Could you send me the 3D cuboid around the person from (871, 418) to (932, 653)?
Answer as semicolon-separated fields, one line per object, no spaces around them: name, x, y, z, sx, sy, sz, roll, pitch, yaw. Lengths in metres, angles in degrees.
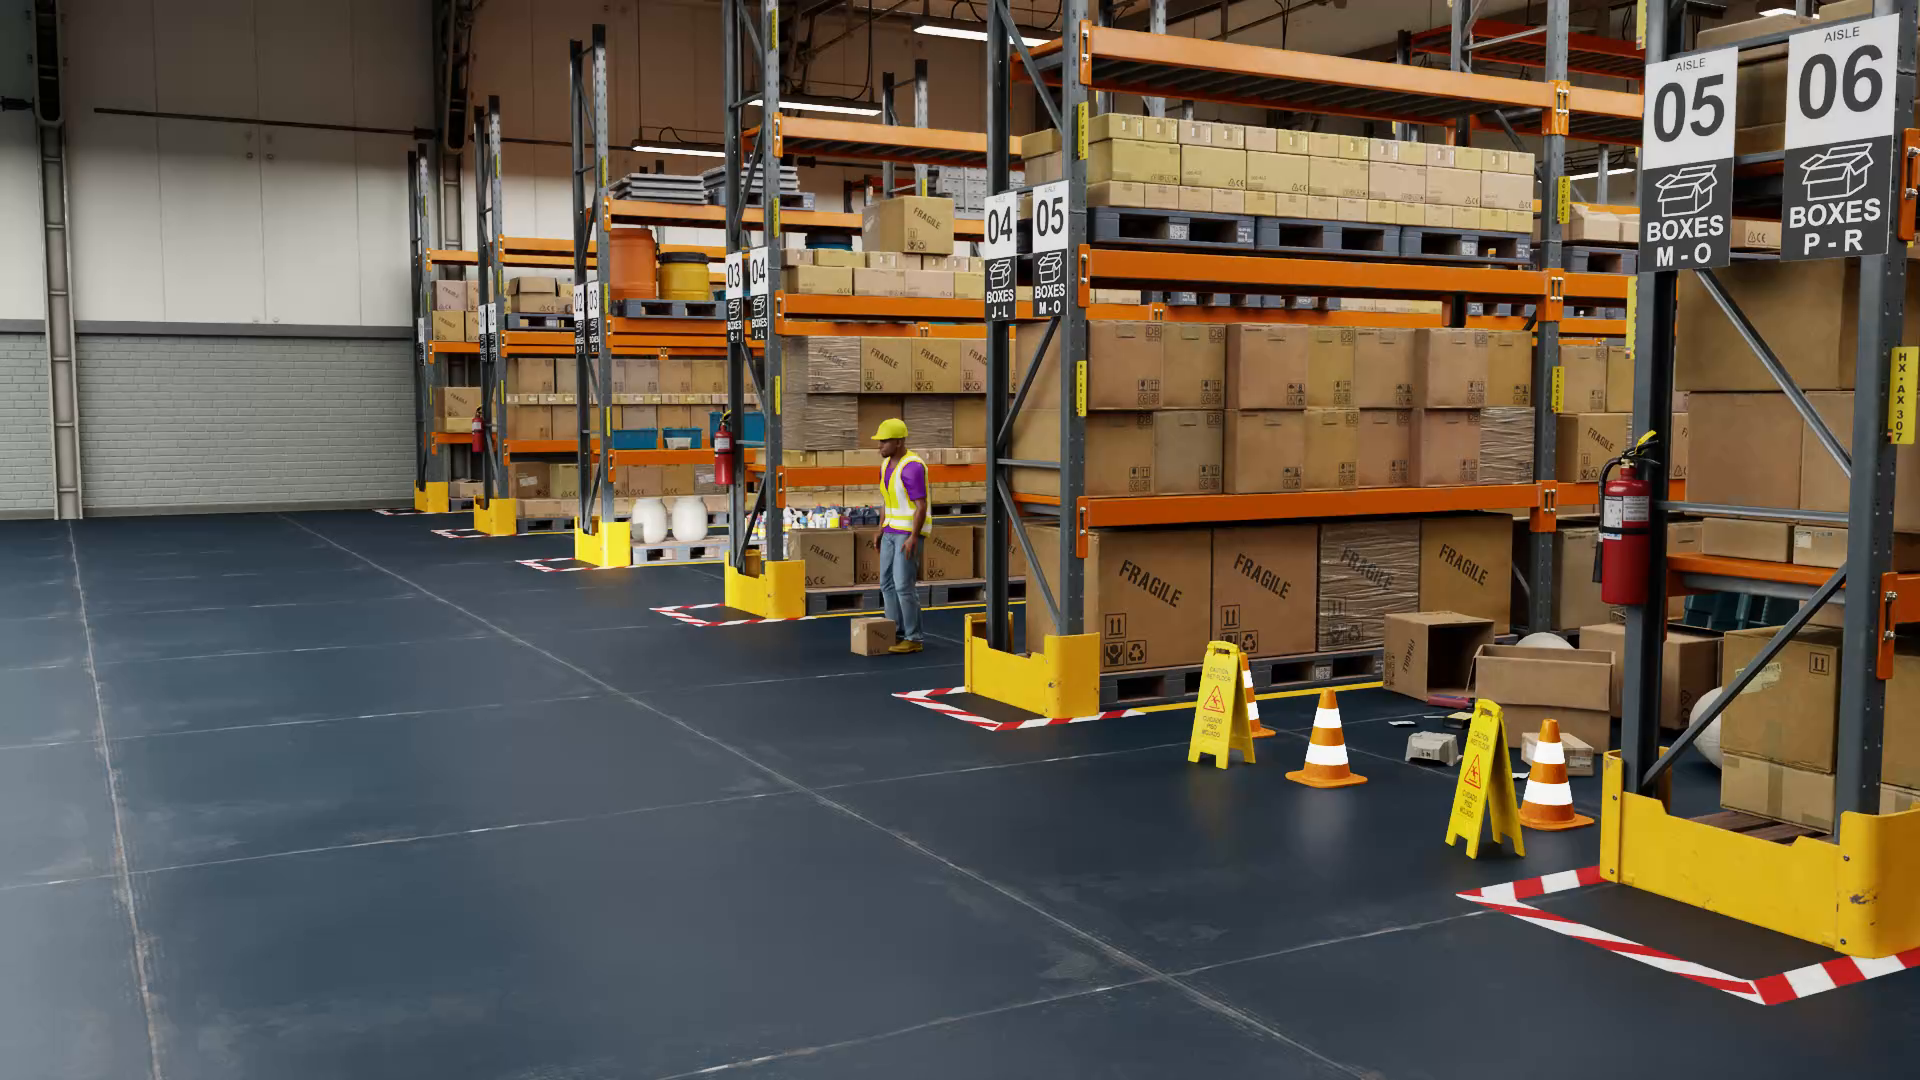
person;-0.462;-0.038;12.583;0.456;1.761;0.628;-3;6;-28
